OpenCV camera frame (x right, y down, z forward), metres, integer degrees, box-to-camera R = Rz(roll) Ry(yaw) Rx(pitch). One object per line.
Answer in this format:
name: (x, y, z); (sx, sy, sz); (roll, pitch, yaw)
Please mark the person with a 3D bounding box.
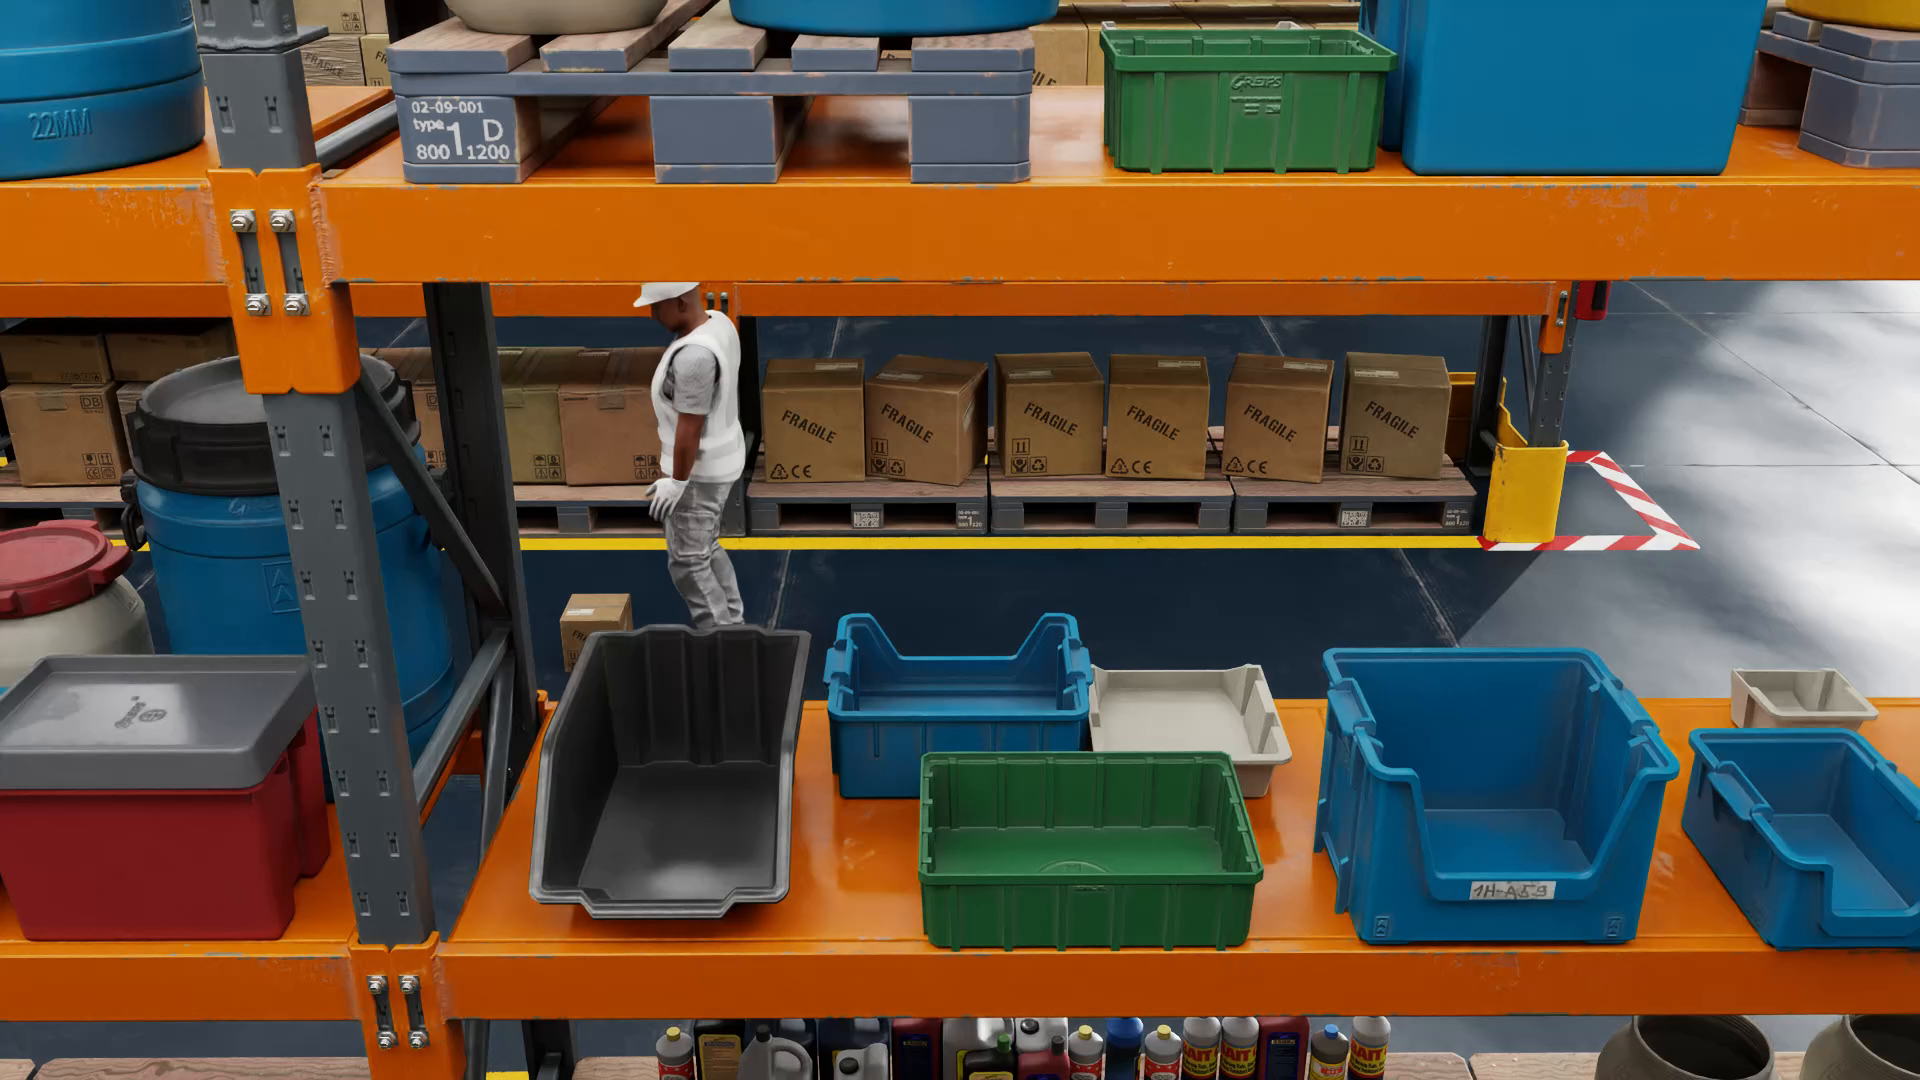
person: (-1.070, -0.284, 6.743); (0.389, 1.765, 0.557); (0, 24, 1)
